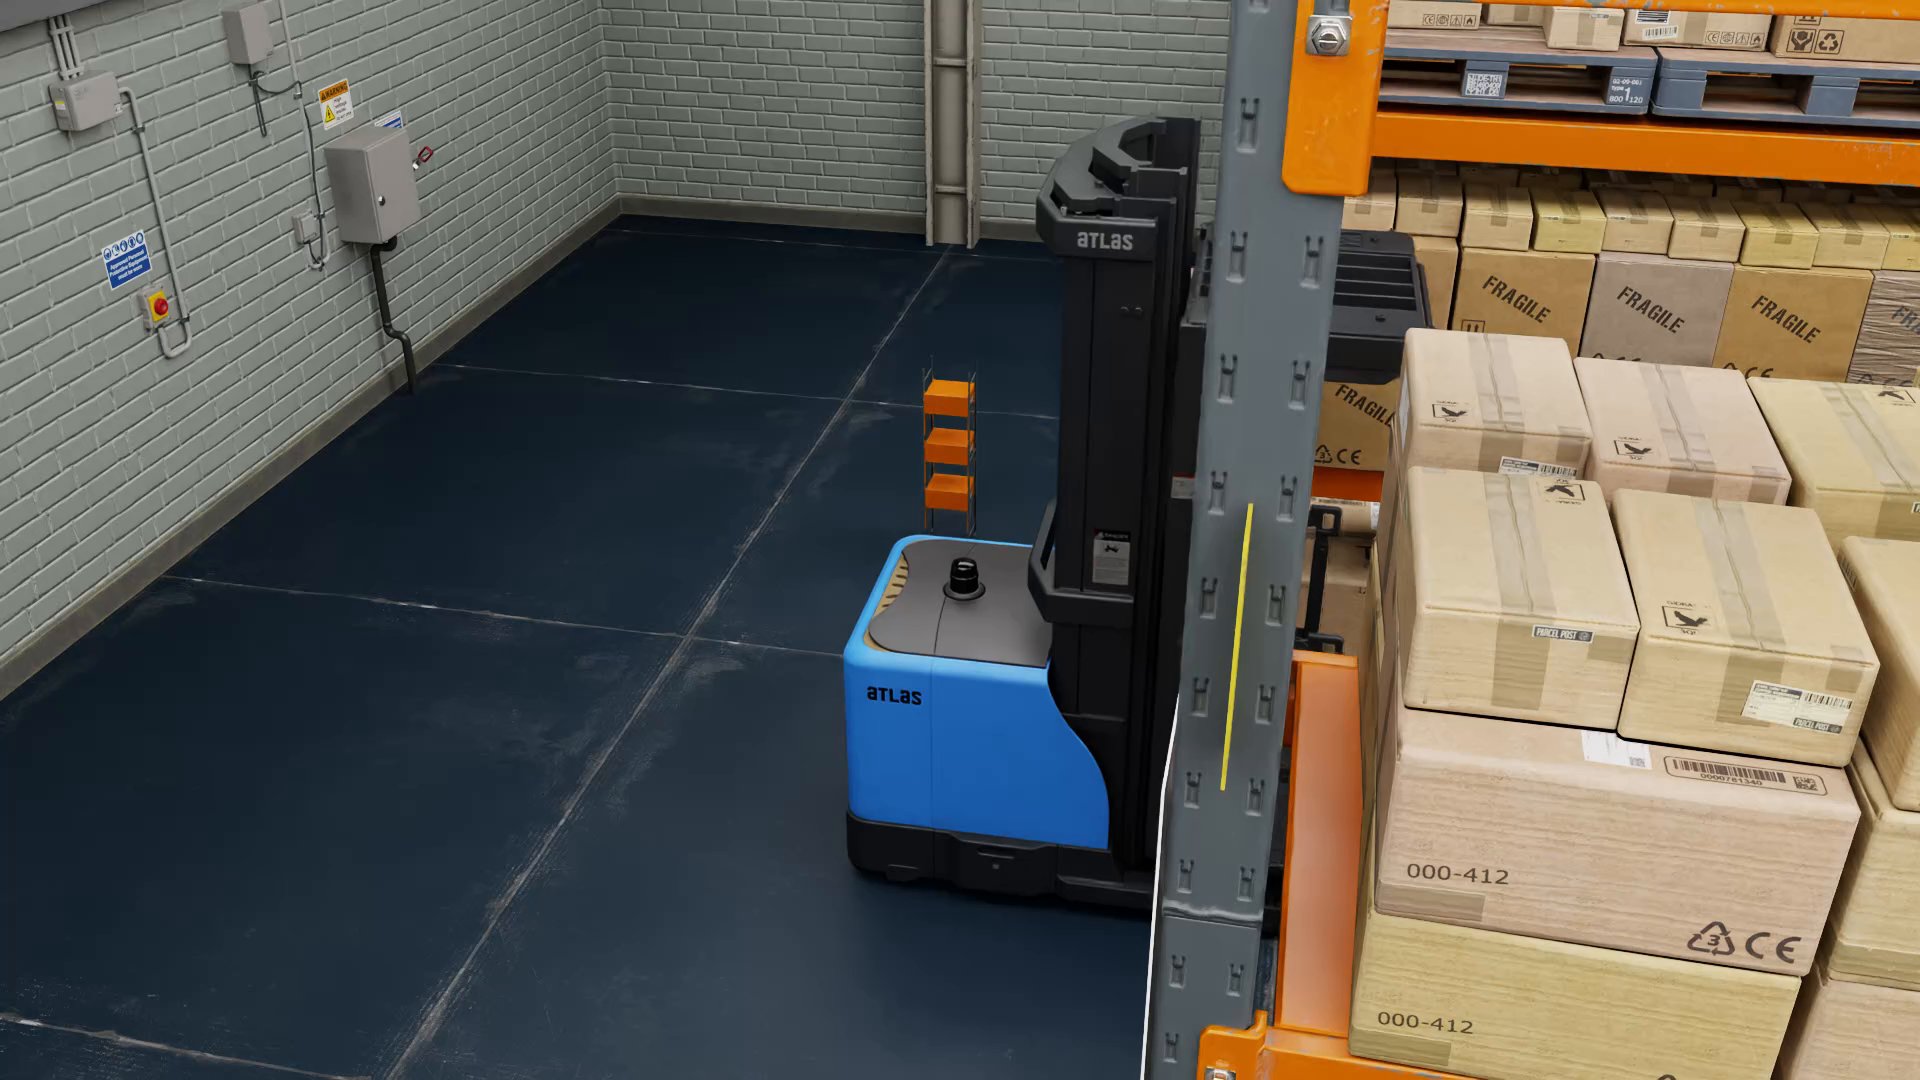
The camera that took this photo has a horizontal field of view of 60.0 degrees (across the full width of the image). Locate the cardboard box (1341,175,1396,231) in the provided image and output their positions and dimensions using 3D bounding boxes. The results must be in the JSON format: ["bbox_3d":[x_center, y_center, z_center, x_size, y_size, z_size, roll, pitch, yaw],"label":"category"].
[{"bbox_3d":[1.648,-1.369,6.807,0.250,0.149,0.380,6,29,12],"label":"cardboard box"}]

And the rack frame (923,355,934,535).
[{"bbox_3d":[-0.172,-0.478,9.030,0.008,1.050,0.200,6,29,11],"label":"rack frame"}]

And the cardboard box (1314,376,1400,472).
[{"bbox_3d":[1.768,-0.629,7.171,0.500,0.500,0.500,6,29,10],"label":"cardboard box"}]

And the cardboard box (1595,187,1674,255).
[{"bbox_3d":[2.679,-1.277,6.638,0.250,0.149,0.380,6,29,11],"label":"cardboard box"}]

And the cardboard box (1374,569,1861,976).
[{"bbox_3d":[0.809,0.265,2.155,0.500,0.250,0.500,6,29,11],"label":"cardboard box"}]

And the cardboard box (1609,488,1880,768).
[{"bbox_3d":[0.939,0.096,2.047,0.250,0.149,0.380,7,29,13],"label":"cardboard box"}]

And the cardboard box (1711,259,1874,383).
[{"bbox_3d":[3.269,-0.922,6.666,0.500,0.500,0.500,6,29,11],"label":"cardboard box"}]

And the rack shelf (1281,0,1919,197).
[{"bbox_3d":[2.380,-0.547,1.631,4.000,0.370,1.077,6,29,11],"label":"rack shelf"}]

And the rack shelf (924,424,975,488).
[{"bbox_3d":[-0.052,-0.457,9.013,0.240,0.259,0.215,6,29,11],"label":"rack shelf"}]

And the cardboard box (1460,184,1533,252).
[{"bbox_3d":[2.150,-1.296,6.674,0.250,0.149,0.380,7,29,12],"label":"cardboard box"}]

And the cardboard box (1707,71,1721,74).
[{"bbox_3d":[4.903,-3.366,11.340,0.500,0.500,0.500,5,29,9],"label":"cardboard box"}]

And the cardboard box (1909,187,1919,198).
[{"bbox_3d":[4.019,-1.405,6.872,0.250,0.149,0.380,5,29,9],"label":"cardboard box"}]

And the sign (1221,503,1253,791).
[{"bbox_3d":[0.311,0.123,1.868,0.005,0.325,0.100,6,29,11],"label":"sign"}]

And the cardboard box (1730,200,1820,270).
[{"bbox_3d":[3.156,-1.194,6.486,0.250,0.149,0.380,5,29,9],"label":"cardboard box"}]

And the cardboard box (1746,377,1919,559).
[{"bbox_3d":[1.282,-0.086,2.380,0.250,0.149,0.380,5,29,9],"label":"cardboard box"}]

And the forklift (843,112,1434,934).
[{"bbox_3d":[1.111,-0.016,6.228,3.031,2.935,1.130,5,29,10],"label":"forklift"}]

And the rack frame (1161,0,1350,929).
[{"bbox_3d":[0.424,-1.064,1.824,0.127,3.000,1.000,6,29,11],"label":"rack frame"}]

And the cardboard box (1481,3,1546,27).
[{"bbox_3d":[2.244,-2.194,6.731,0.250,0.149,0.380,4,29,7],"label":"cardboard box"}]

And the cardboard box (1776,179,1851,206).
[{"bbox_3d":[3.531,-1.449,6.952,0.250,0.149,0.380,6,29,11],"label":"cardboard box"}]

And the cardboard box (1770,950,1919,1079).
[{"bbox_3d":[1.324,0.537,2.178,0.500,0.250,0.500,7,29,12],"label":"cardboard box"}]

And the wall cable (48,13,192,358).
[{"bbox_3d":[-4.160,-1.782,8.290,0.123,1.953,0.585,6,29,11],"label":"wall cable"}]

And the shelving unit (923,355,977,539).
[{"bbox_3d":[-0.052,-0.466,9.008,0.252,1.050,0.215,6,29,11],"label":"shelving unit"}]

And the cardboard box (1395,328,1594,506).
[{"bbox_3d":[0.810,-0.182,2.555,0.250,0.149,0.380,6,29,10],"label":"cardboard box"}]

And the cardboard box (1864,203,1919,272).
[{"bbox_3d":[3.666,-1.173,6.448,0.250,0.149,0.380,5,29,9],"label":"cardboard box"}]

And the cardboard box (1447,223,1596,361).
[{"bbox_3d":[2.276,-1.020,6.844,0.500,0.500,0.500,5,29,9],"label":"cardboard box"}]

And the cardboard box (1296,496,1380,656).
[{"bbox_3d":[2.025,0.191,8.008,0.875,0.438,0.875,5,29,9],"label":"cardboard box"}]

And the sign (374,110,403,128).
[{"bbox_3d":[-3.678,-2.505,10.801,0.001,0.494,0.329,6,29,11],"label":"sign"}]

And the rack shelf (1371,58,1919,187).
[{"bbox_3d":[3.315,-1.567,6.615,4.000,0.370,1.077,6,29,11],"label":"rack shelf"}]

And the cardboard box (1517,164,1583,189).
[{"bbox_3d":[2.513,-1.548,7.133,0.250,0.149,0.380,7,29,12],"label":"cardboard box"}]

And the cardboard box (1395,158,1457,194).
[{"bbox_3d":[2.005,-1.579,7.189,0.250,0.149,0.380,6,29,11],"label":"cardboard box"}]

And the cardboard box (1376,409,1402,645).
[{"bbox_3d":[0.928,0.024,2.594,0.500,0.250,0.500,5,29,9],"label":"cardboard box"}]

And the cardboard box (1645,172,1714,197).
[{"bbox_3d":[3.011,-1.491,7.028,0.250,0.149,0.380,7,29,12],"label":"cardboard box"}]

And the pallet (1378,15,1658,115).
[{"bbox_3d":[2.087,-1.975,6.703,1.213,0.211,1.003,6,29,11],"label":"pallet"}]

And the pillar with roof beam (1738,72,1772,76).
[{"bbox_3d":[4.912,-3.801,6.822,0.400,9.000,9.100,6,29,11],"label":"pillar with roof beam"}]

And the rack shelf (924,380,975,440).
[{"bbox_3d":[-0.052,-0.705,8.877,0.240,0.259,0.215,6,29,11],"label":"rack shelf"}]

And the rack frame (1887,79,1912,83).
[{"bbox_3d":[6.304,-2.698,11.055,0.127,3.000,1.000,6,29,11],"label":"rack frame"}]

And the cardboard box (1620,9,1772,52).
[{"bbox_3d":[2.812,-2.099,6.388,0.500,0.311,0.500,6,29,11],"label":"cardboard box"}]
